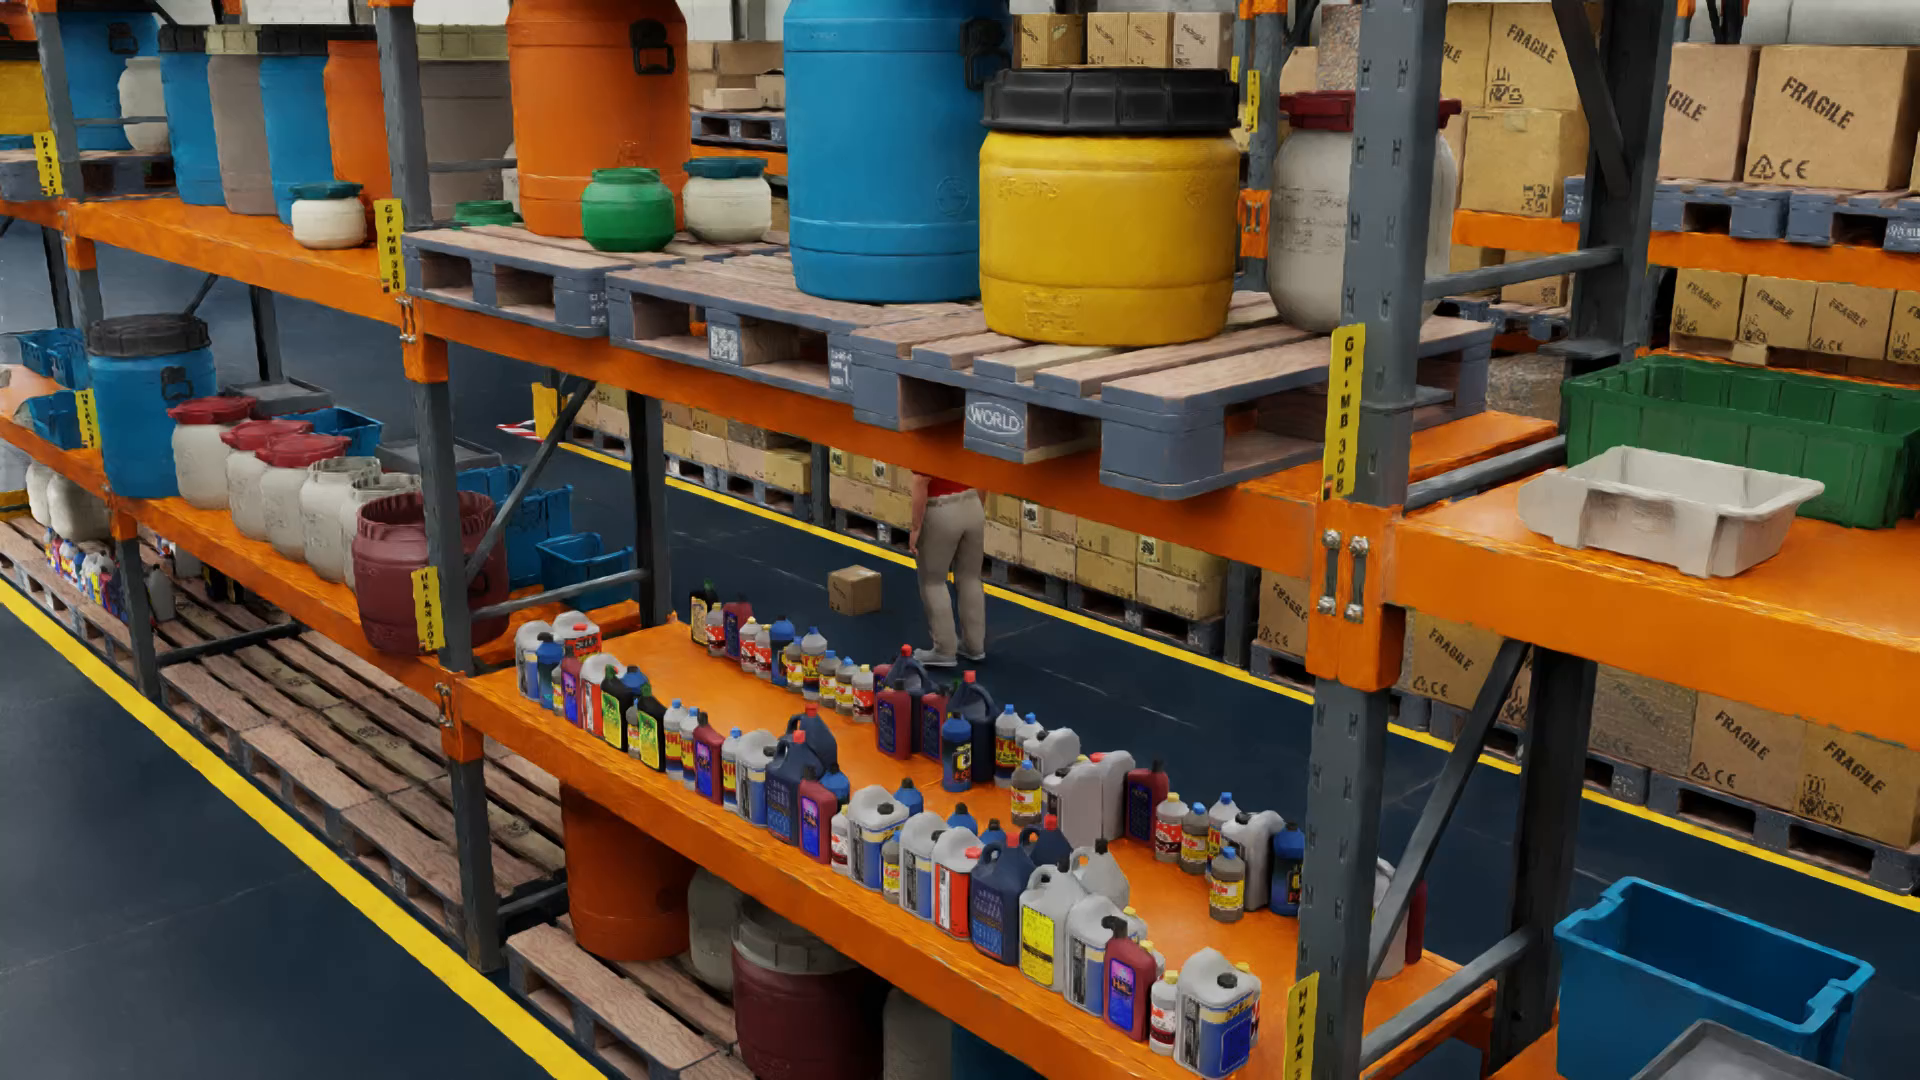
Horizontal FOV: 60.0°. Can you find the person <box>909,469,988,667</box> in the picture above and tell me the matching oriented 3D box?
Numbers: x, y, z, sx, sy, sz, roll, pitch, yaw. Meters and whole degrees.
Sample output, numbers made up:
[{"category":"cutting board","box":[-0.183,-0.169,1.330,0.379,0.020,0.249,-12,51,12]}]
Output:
[{"category":"person","box":[-0.059,-0.073,9.917,0.570,1.641,0.415,-13,21,-36]}]
